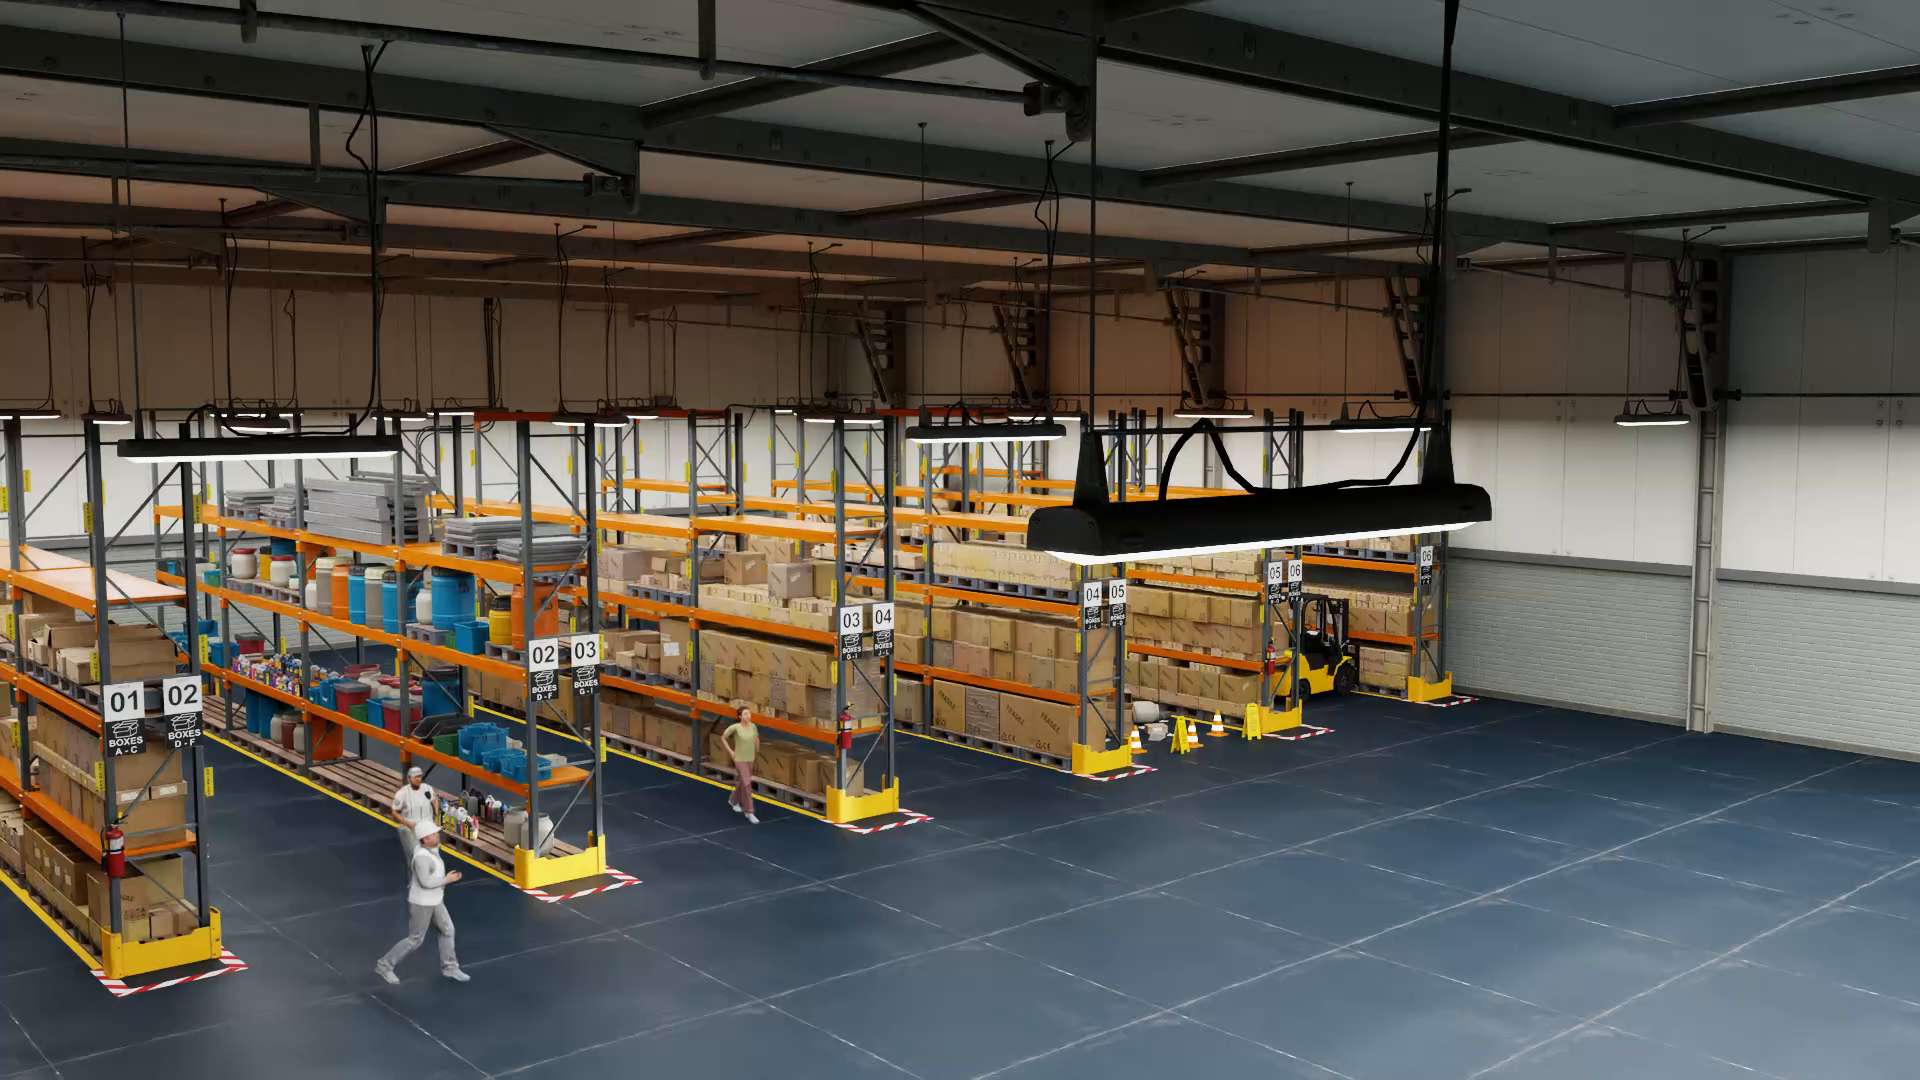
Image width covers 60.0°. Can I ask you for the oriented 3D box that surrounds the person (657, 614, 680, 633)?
[{"bbox_3d":[-6.027,2.279,35.354,0.779,1.598,0.642,4,7,42],"label":"person"}]

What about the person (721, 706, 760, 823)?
[{"bbox_3d":[-3.231,3.315,24.830,0.570,1.704,0.823,-5,7,-43],"label":"person"}]

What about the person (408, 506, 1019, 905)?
[{"bbox_3d":[-2.158,1.511,30.337,11.184,2.519,24.519,-1,5,-9],"label":"person"}]

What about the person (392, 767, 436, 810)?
[{"bbox_3d":[-6.885,3.228,21.054,0.601,0.727,0.349,-4,6,-39],"label":"person"}]
